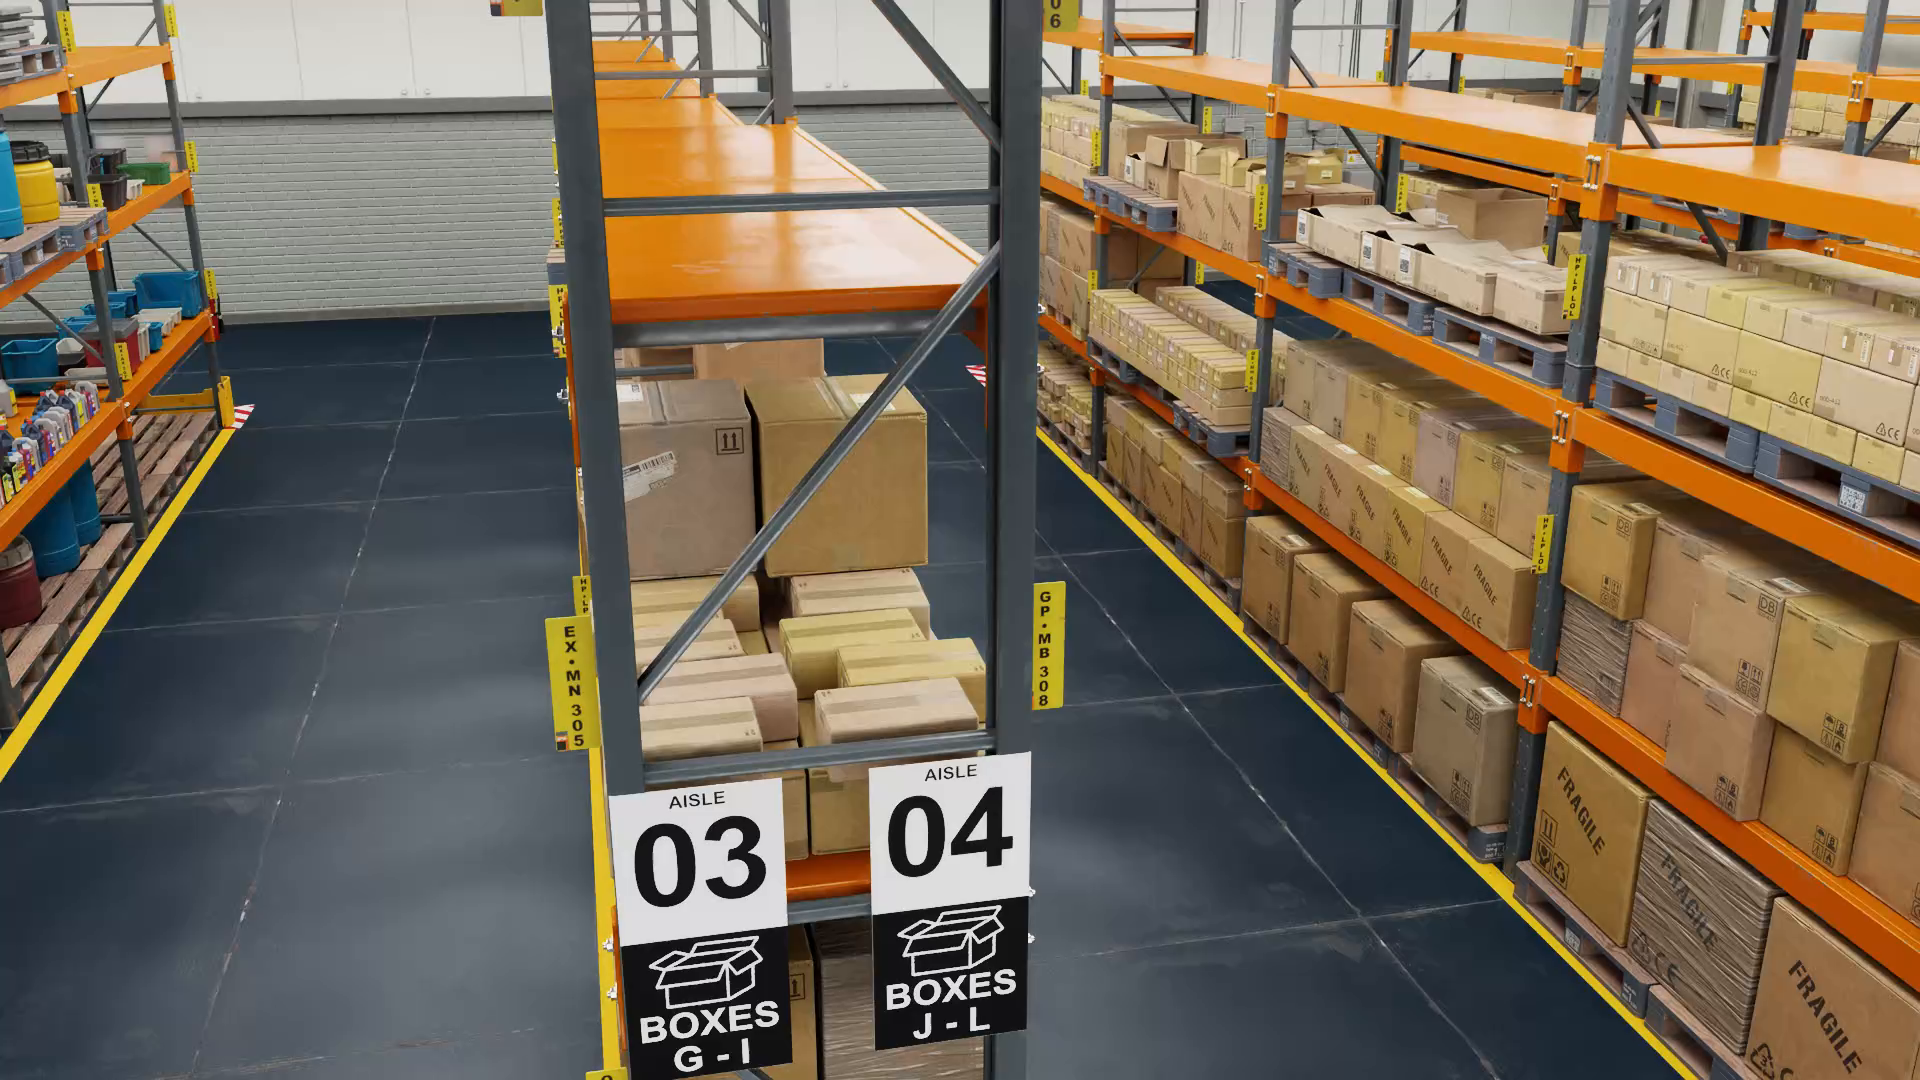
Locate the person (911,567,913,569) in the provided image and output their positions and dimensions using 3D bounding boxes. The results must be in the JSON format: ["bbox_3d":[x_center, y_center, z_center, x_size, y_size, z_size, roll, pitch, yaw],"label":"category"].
[{"bbox_3d":[-0.572,-0.069,12.563,0.607,1.779,0.451,-5,20,-13],"label":"person"}]
